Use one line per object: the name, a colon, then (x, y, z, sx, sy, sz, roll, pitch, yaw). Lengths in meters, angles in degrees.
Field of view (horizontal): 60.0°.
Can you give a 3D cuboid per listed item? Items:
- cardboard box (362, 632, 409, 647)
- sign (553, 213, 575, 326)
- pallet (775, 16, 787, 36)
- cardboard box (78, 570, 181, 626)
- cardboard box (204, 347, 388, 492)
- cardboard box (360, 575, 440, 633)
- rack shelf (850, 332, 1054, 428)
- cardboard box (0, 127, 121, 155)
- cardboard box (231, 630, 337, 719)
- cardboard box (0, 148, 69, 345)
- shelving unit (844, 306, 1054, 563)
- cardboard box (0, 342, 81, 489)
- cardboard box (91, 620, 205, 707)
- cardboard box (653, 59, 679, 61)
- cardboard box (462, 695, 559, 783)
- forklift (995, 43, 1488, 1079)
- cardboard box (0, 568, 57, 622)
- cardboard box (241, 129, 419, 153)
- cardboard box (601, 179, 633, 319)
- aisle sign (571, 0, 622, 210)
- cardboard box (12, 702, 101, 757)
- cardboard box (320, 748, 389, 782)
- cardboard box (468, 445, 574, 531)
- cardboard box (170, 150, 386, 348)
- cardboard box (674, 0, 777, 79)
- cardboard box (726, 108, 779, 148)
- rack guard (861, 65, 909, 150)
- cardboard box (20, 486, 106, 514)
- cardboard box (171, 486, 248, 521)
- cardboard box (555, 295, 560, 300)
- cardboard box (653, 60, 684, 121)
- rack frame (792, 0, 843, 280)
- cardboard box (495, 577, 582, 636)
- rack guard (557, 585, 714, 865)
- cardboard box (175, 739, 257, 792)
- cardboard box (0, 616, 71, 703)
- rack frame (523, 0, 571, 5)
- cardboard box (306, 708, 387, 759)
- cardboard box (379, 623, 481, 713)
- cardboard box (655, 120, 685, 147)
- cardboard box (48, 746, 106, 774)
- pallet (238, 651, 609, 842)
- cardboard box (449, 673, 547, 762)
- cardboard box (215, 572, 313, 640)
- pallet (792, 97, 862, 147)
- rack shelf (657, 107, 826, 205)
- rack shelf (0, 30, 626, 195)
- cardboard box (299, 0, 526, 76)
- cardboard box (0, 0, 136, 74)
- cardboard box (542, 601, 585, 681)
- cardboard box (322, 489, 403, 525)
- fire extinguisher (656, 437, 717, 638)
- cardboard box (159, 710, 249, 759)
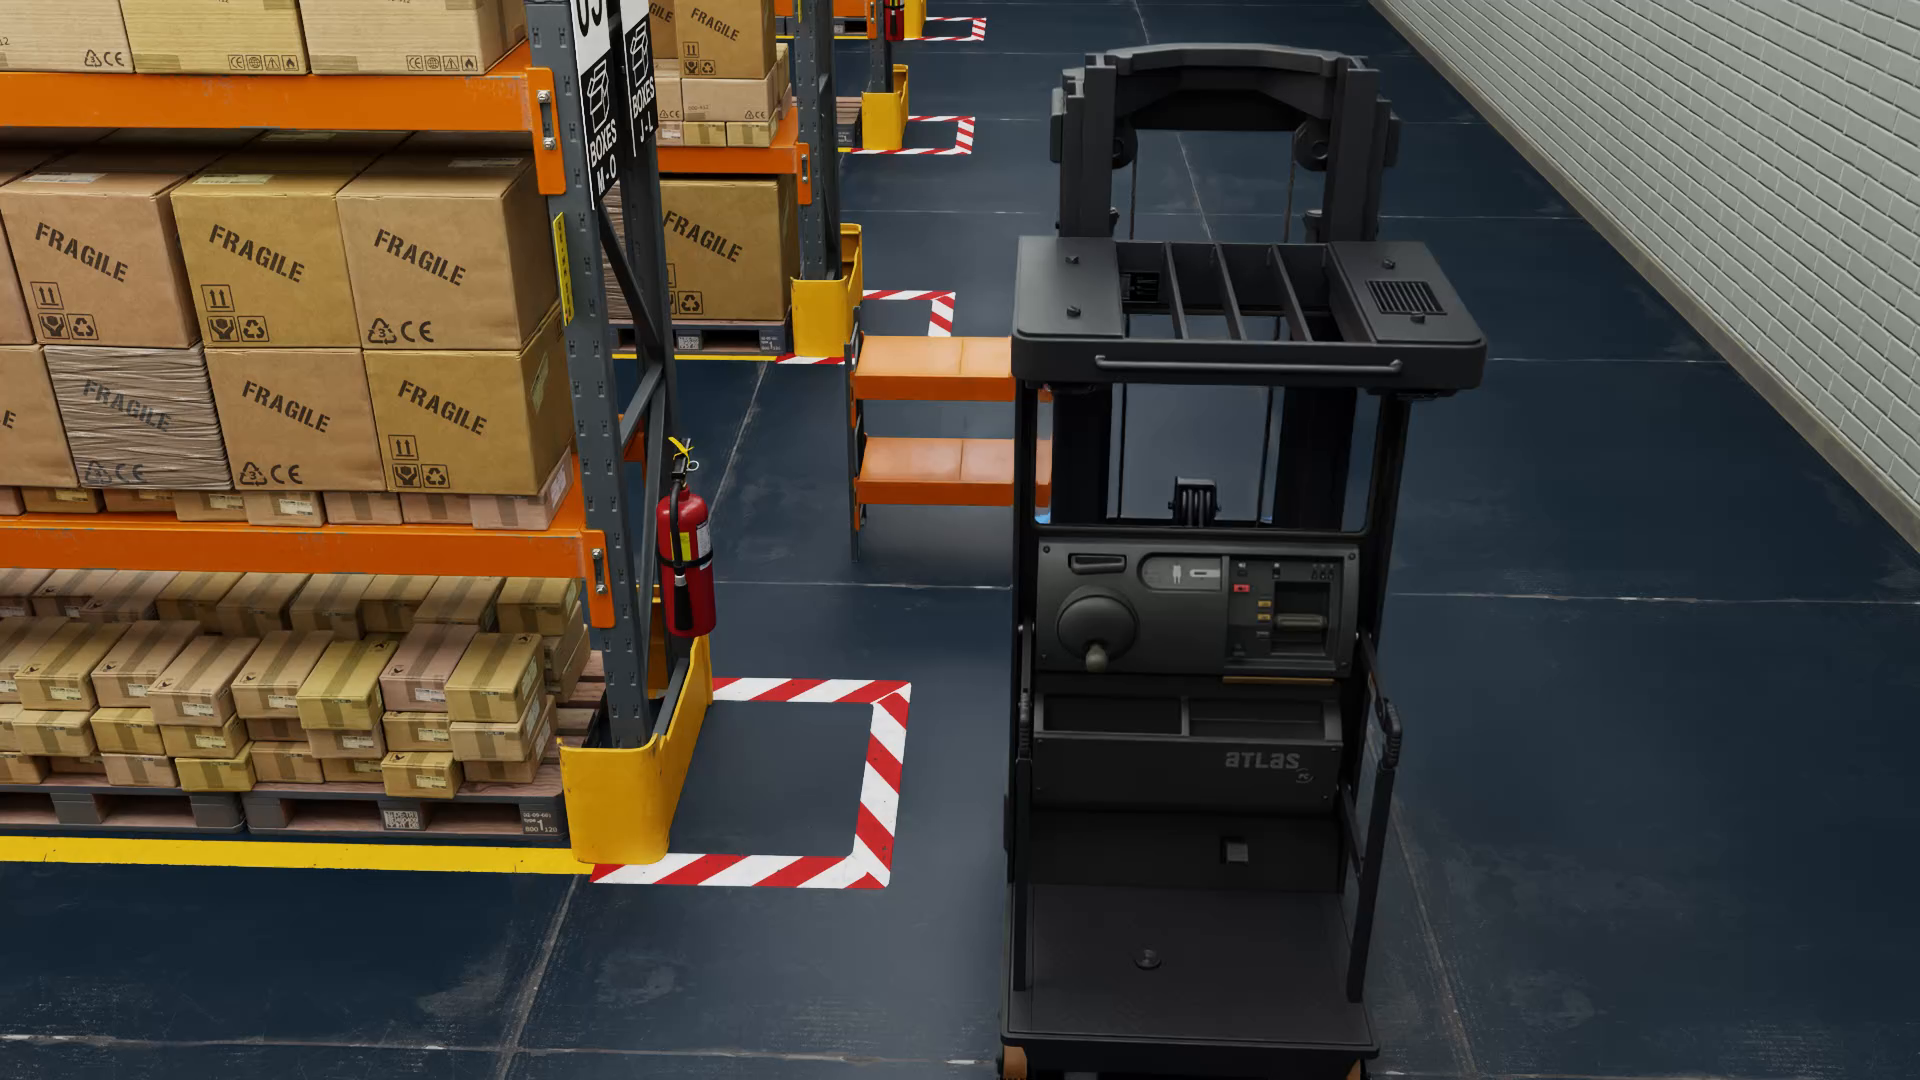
cardboard box: (-2.187, 0.398, 6.574, 0.250, 0.149, 0.380, 1, 28, 2)
sign: (-1.193, -0.814, 5.009, 0.005, 0.325, 0.100, 1, 28, 2)
pallet: (-2.612, -6.182, 19.687, 1.213, 0.211, 1.003, 1, 28, 2)
cardboard box: (-3.235, 0.250, 6.537, 0.250, 0.149, 0.380, 1, 28, 2)
cardboard box: (-2.126, -0.495, 5.558, 0.500, 0.500, 0.500, 1, 28, 1)
cardboard box: (-2.192, 0.209, 6.613, 0.250, 0.149, 0.380, 1, 28, 2)
rack shelf: (0.007, -0.755, 7.849, 1.000, 0.278, 0.538, 1, 28, 2)
cardboard box: (-3.125, -1.202, 5.823, 0.500, 0.500, 0.500, 0, 28, 0)
cardboard box: (-2.460, 0.489, 6.085, 0.250, 0.149, 0.380, 0, 28, 0)
cardboard box: (-3.174, -0.950, 5.348, 0.500, 0.500, 0.500, 0, 28, 0)
shelving unit: (0.007, -0.497, 7.986, 1.048, 1.125, 0.538, 1, 28, 2)
cardboard box: (-3.131, -0.512, 5.590, 0.500, 0.500, 0.500, 2, 28, 4)
cardboard box: (-2.990, 0.455, 6.150, 0.250, 0.149, 0.380, 0, 28, 0)
cardboard box: (-1.867, -2.947, 10.449, 0.500, 0.250, 0.500, 1, 28, 1)
cardboard box: (-1.686, 0.741, 6.245, 0.250, 0.149, 0.380, 1, 28, 3)
forklift: (0.683, 0.241, 4.666, 1.130, 2.935, 3.031, 1, 28, 3)
cardboard box: (-3.749, 0.196, 6.639, 0.250, 0.149, 0.380, 0, 28, -1)
cardboard box: (-2.097, -1.176, 5.775, 0.500, 0.500, 0.500, 2, 28, 3)
cardboard box: (-2.429, -1.977, 10.597, 0.875, 0.875, 0.875, 1, 28, 2)
aisle sign: (-1.091, -1.429, 4.967, 0.004, 0.787, 0.394, 1, 28, 2)
cardboard box: (-3.260, 0.631, 6.135, 0.250, 0.149, 0.380, 1, 28, 2)
cardboard box: (-2.208, 0.739, 6.248, 0.250, 0.149, 0.380, 1, 28, 2)
cardboard box: (-1.489, -0.184, 5.663, 0.250, 0.149, 0.380, 1, 28, 2)
cardboard box: (-2.125, -0.939, 5.327, 0.500, 0.500, 0.500, 0, 28, 0)
cardboard box: (-1.373, -3.023, 9.793, 0.500, 0.500, 0.500, 1, 28, 2)
cardboard box: (-1.244, -2.483, 9.999, 0.250, 0.149, 0.380, 1, 28, 3)
rack guard: (-0.678, -3.962, 15.189, 0.348, 0.500, 1.175, 1, 28, 2)
cardboard box: (-3.039, -0.243, 5.775, 0.250, 0.149, 0.380, 1, 28, 3)
cardboard box: (-2.505, -0.214, 5.720, 0.250, 0.149, 0.380, 0, 28, 0)
cardboard box: (-1.592, -0.734, 6.008, 0.500, 0.500, 0.500, 2, 28, 4)
cardboard box: (-1.877, -2.700, 9.982, 0.500, 0.250, 0.500, 0, 28, 1)
rack frame: (-0.877, -2.742, 10.220, 0.127, 3.000, 1.000, 1, 28, 2)
cardboard box: (-1.665, 0.222, 6.590, 0.250, 0.149, 0.380, 0, 28, -1)
rack guard: (-1.229, 0.681, 6.431, 0.348, 0.500, 1.175, 1, 28, 2)
cardboard box: (-2.712, 0.767, 6.197, 0.250, 0.149, 0.380, 0, 28, 0)
cardboard box: (-3.498, 0.441, 6.175, 0.250, 0.149, 0.380, 0, 28, 0)
rack frame: (-1.153, -3.073, 4.438, 0.127, 3.000, 1.000, 1, 28, 2)
cardboard box: (-2.210, 0.638, 6.122, 0.250, 0.149, 0.380, 0, 28, 0)
cardboard box: (-1.940, 0.468, 6.125, 0.250, 0.149, 0.380, 1, 28, 3)
cardboard box: (-1.756, -2.491, 10.014, 0.250, 0.149, 0.380, 1, 28, 2)
cardboard box: (-3.235, 0.713, 6.297, 0.250, 0.149, 0.380, 2, 28, 3)
pallet: (-2.040, 0.779, 6.555, 1.213, 0.211, 1.003, 1, 28, 2)
cardboard box: (-1.690, 0.646, 6.107, 0.250, 0.149, 0.380, 0, 28, 0)
cardboard box: (-2.719, 0.235, 6.565, 0.250, 0.149, 0.380, 2, 28, 4)
pallet: (-1.525, -3.860, 15.306, 1.213, 0.211, 1.003, 1, 28, 2)
rack shelf: (-2.876, -2.457, 10.451, 4.000, 0.370, 1.077, 1, 28, 2)
rack shelf: (-3.152, -1.462, 5.372, 4.000, 0.370, 1.077, 1, 28, 2)
cardboard box: (-1.617, -1.565, 4.956, 0.500, 0.250, 0.500, 0, 28, 1)
cardboard box: (-2.622, -1.584, 4.993, 0.500, 0.250, 0.500, 2, 28, 4)
cardboard box: (-1.667, 0.392, 6.586, 0.250, 0.149, 0.380, 2, 28, 4)
cardboard box: (-1.987, -0.203, 5.698, 0.250, 0.149, 0.380, 1, 28, 1)
fire extinguisher: (-0.917, -0.003, 5.533, 0.183, 0.674, 0.296, 1, 28, 2)
cardboard box: (-2.728, 0.635, 6.127, 0.250, 0.149, 0.380, 1, 28, 3)
